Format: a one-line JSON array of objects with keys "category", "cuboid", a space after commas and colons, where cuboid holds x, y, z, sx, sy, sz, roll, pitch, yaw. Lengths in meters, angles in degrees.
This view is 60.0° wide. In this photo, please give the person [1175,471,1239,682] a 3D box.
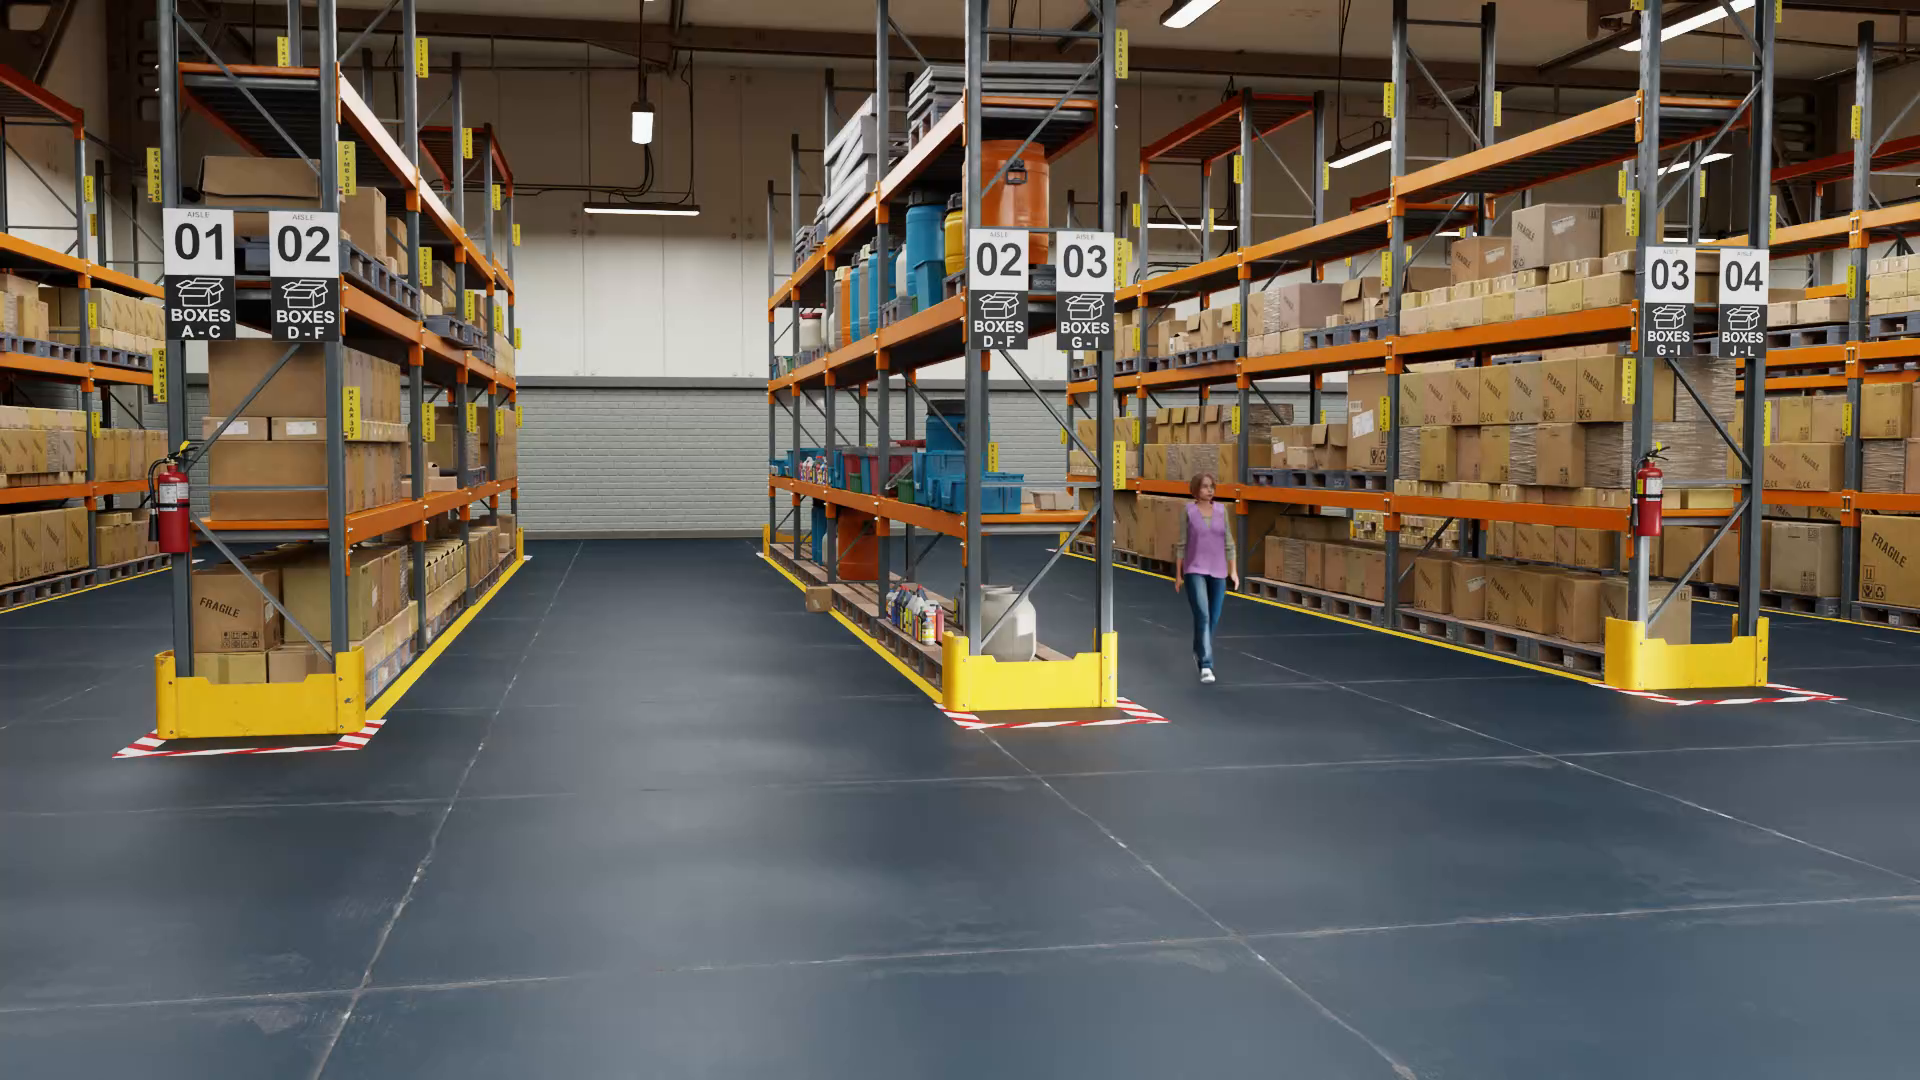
[{"category": "person", "cuboid": [1.863, 0.258, 12.573, 0.426, 1.554, 0.898, -1, 3, -9]}]
